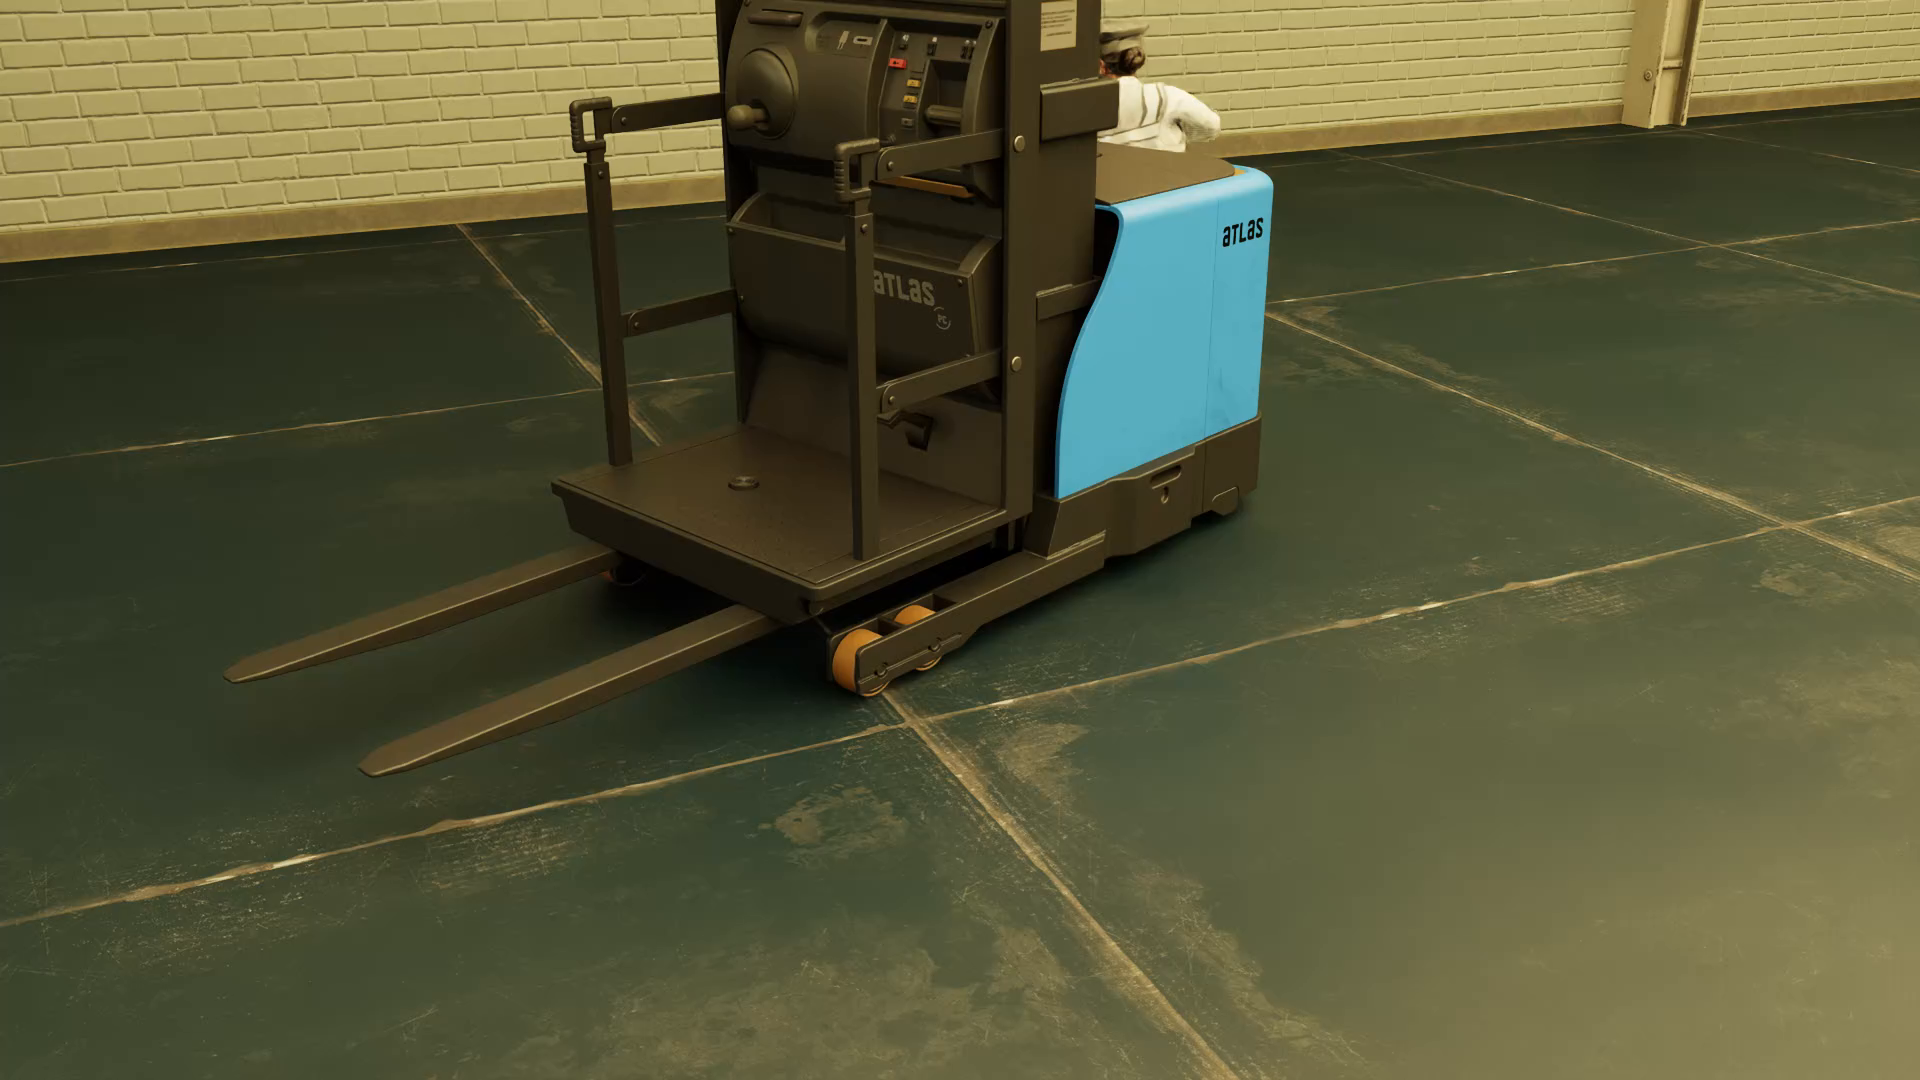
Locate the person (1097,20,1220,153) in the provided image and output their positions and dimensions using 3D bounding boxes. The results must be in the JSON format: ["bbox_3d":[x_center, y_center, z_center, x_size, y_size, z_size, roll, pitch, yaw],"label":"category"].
[{"bbox_3d":[0.552,-1.187,6.196,0.903,1.438,0.631,-8,24,-19],"label":"person"}]

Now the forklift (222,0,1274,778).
[{"bbox_3d":[-0.413,-1.182,4.131,1.130,2.935,3.031,19,29,39],"label":"forklift"}]
